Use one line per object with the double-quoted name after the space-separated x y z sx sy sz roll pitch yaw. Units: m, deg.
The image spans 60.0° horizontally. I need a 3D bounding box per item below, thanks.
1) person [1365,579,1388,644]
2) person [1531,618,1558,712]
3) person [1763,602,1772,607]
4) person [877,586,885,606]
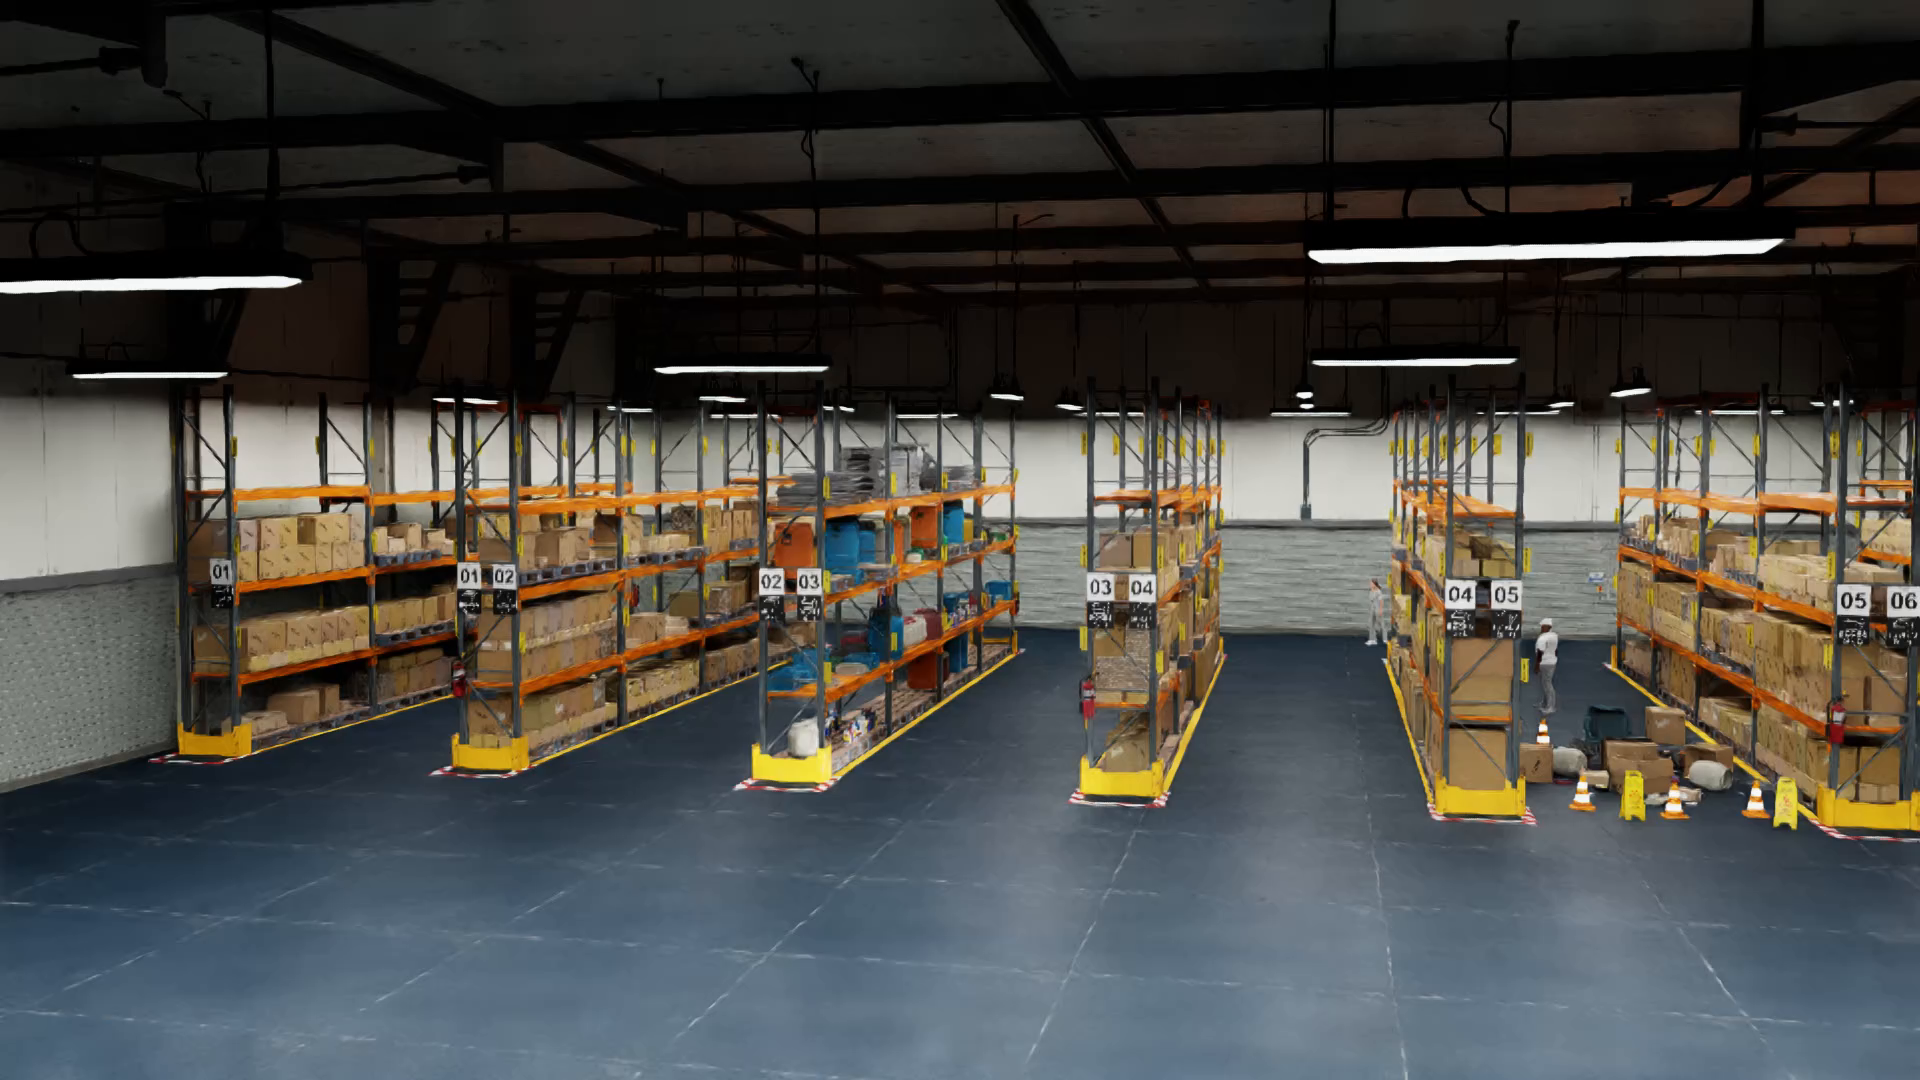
10.621 1.812 42.296 0.591 1.661 0.491 -2 4 -31 "person"
11.052 2.347 31.436 0.573 1.764 0.669 3 4 42 "person"
19.511 1.861 40.406 0.493 1.738 0.689 -1 3 -23 "person"
-1.995 1.640 45.312 0.734 1.640 0.561 -3 4 -41 "person"
